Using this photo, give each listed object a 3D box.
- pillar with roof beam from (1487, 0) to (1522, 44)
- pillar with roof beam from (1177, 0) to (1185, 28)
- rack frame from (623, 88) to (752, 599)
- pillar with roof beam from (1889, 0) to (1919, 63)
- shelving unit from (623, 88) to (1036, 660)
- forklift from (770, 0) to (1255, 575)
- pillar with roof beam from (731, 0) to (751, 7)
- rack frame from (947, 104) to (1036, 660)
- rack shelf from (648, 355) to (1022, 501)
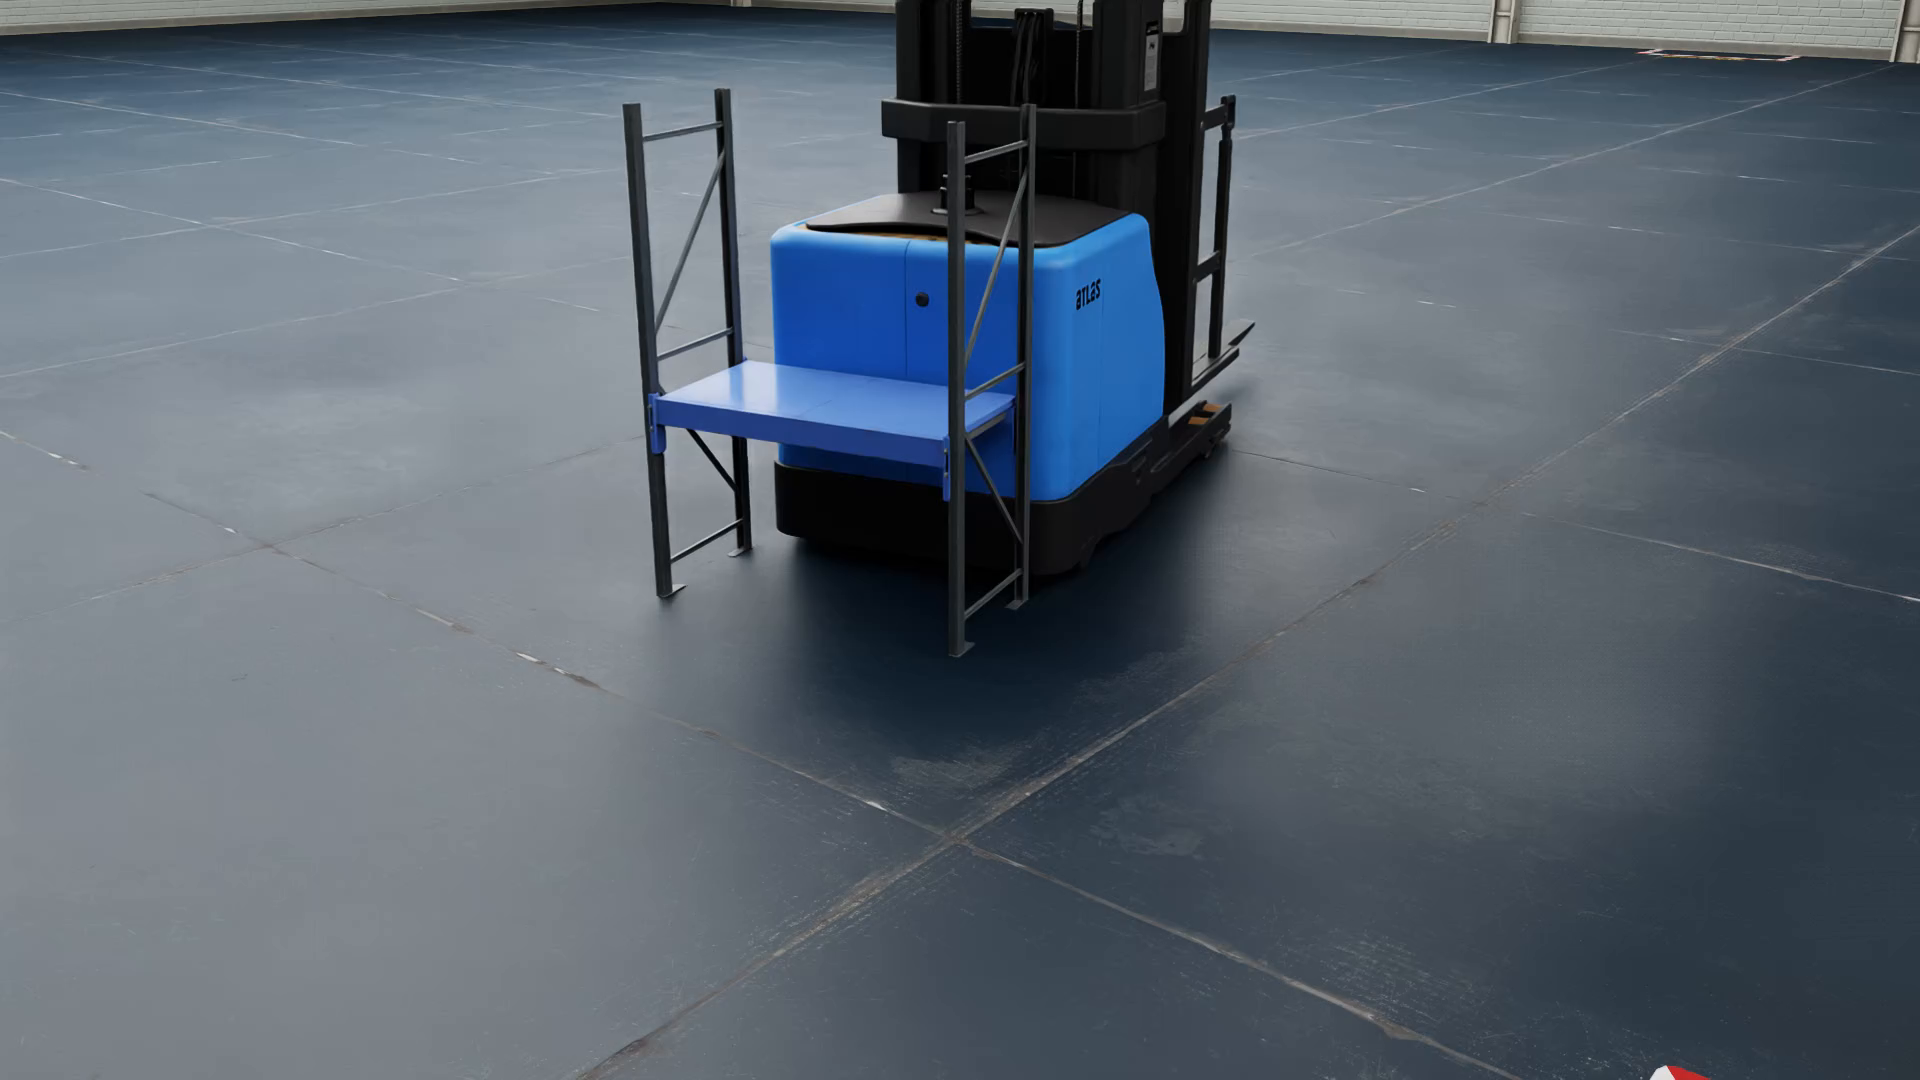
[{"bbox_3d":[6.222,-11.235,22.708,0.400,9.000,9.100,16,26,36],"label":"pillar with roof beam"},{"bbox_3d":[1.574,-12.574,26.258,0.400,9.000,9.100,16,26,36],"label":"pillar with roof beam"},{"bbox_3d":[-0.823,-0.598,5.129,0.032,1.500,0.500,10,23,24],"label":"rack frame"},{"bbox_3d":[10.871,-9.896,19.158,0.400,9.000,9.100,16,26,36],"label":"pillar with roof beam"},{"bbox_3d":[-0.366,-0.520,4.920,1.048,1.500,0.538,10,23,24],"label":"shelving unit"},{"bbox_3d":[0.446,-1.744,6.140,1.130,2.935,3.031,9,22,22],"label":"forklift"},{"bbox_3d":[-7.723,-15.251,33.357,0.400,9.000,9.100,16,26,36],"label":"pillar with roof beam"},{"bbox_3d":[0.090,-0.441,4.711,0.032,1.500,0.500,10,23,24],"label":"rack frame"},{"bbox_3d":[-0.366,-0.351,4.984,1.000,0.185,0.538,10,23,24],"label":"rack shelf"}]
